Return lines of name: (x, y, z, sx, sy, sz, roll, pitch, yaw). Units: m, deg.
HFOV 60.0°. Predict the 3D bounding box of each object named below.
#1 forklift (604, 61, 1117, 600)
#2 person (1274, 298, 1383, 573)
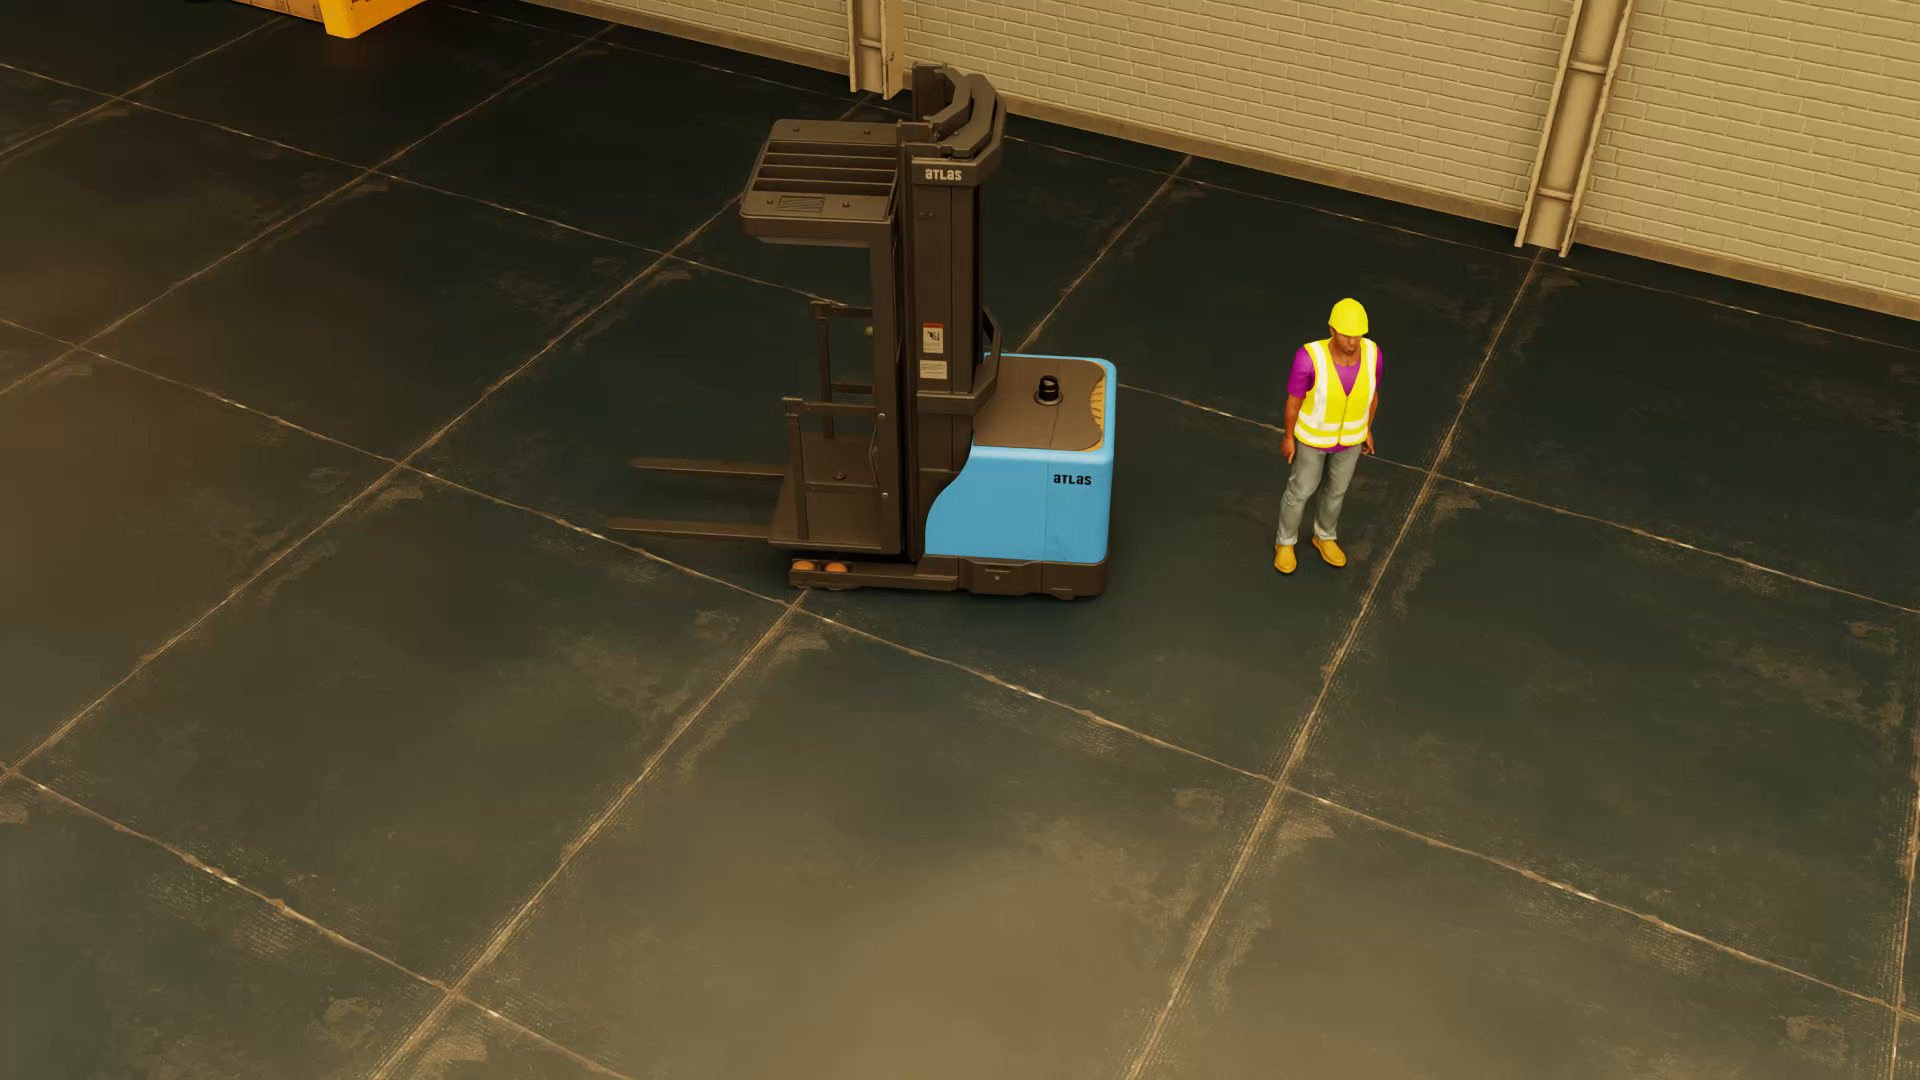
forklift: (-0.606, -1.157, 9.360, 3.031, 2.935, 1.130, 3, 40, 4)
person: (2.136, -0.596, 9.598, 0.554, 1.771, 0.371, -7, 41, -8)
